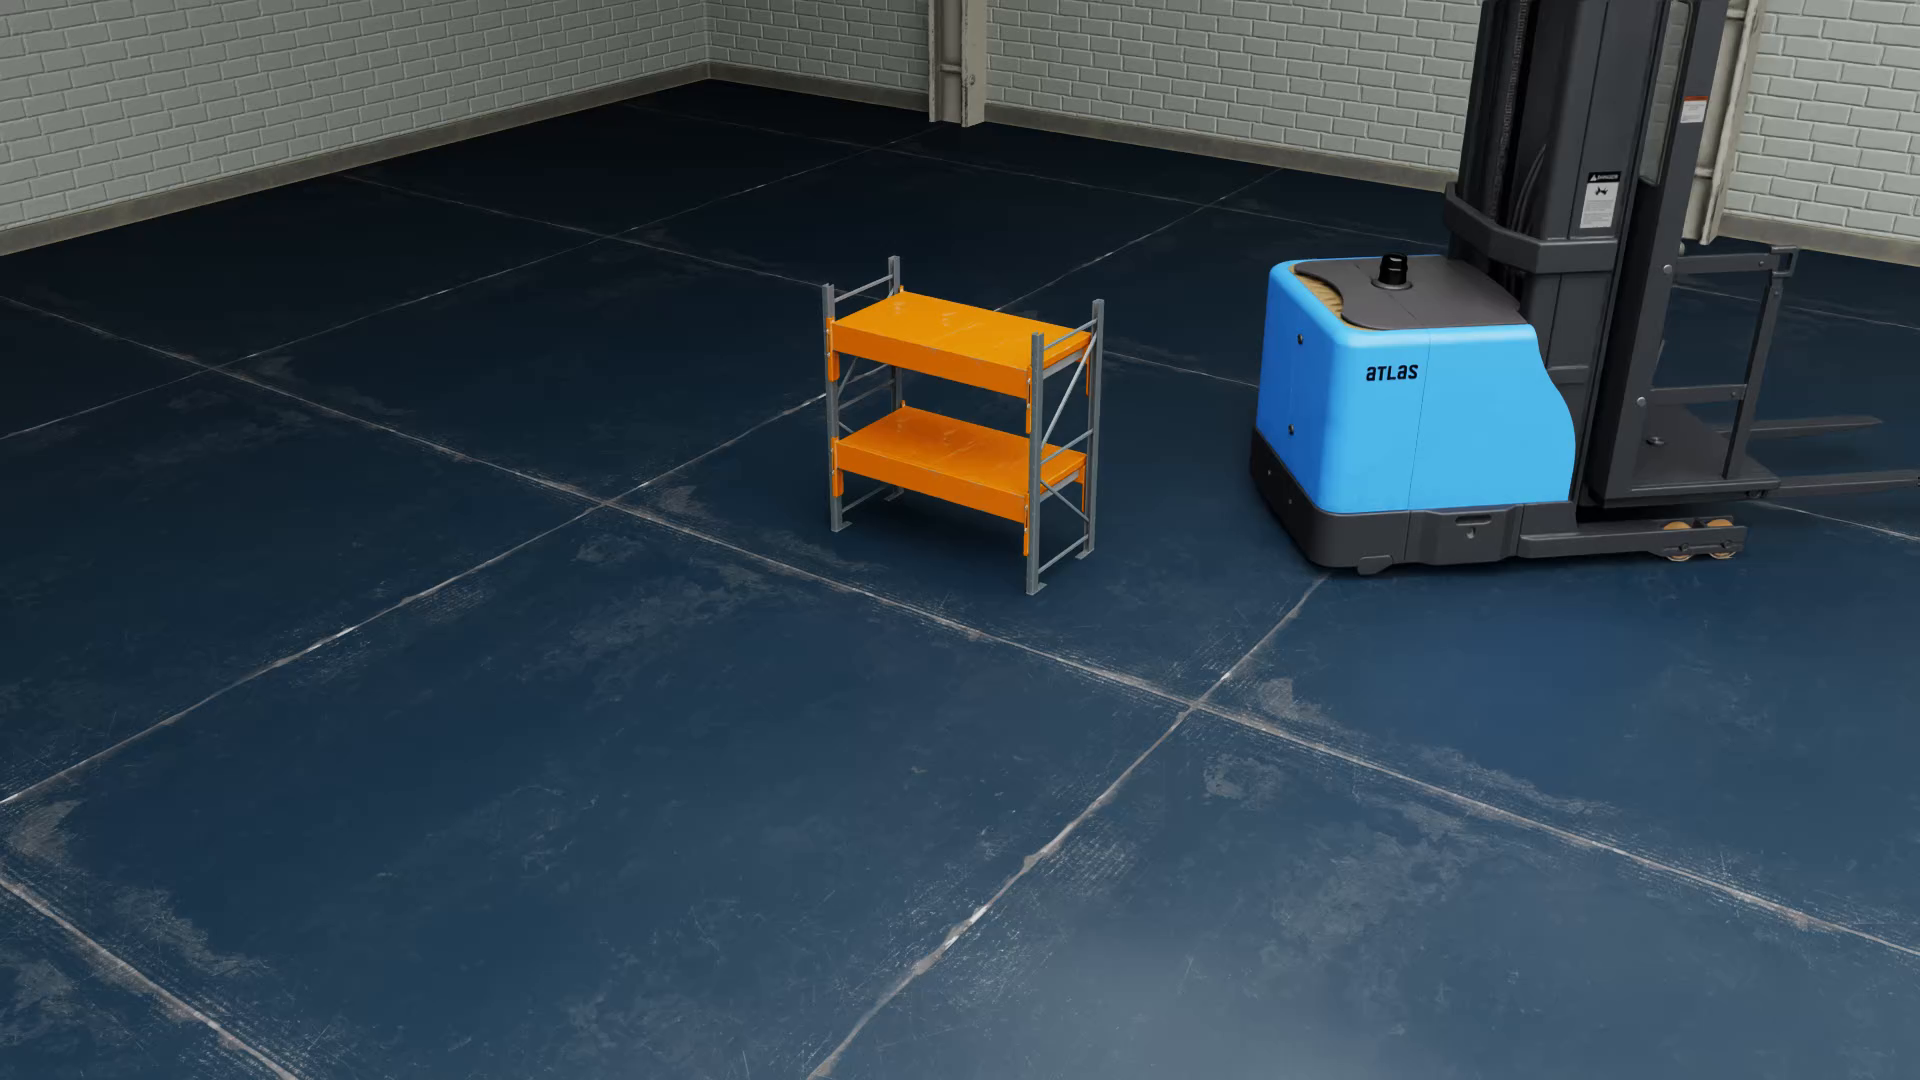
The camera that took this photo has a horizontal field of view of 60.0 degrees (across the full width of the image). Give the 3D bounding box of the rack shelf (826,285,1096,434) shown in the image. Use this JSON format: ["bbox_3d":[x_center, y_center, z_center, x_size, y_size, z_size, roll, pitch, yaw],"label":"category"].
[{"bbox_3d":[0.006,-0.760,6.859,1.000,0.278,0.538,17,32,30],"label":"rack shelf"}]

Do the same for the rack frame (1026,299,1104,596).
[{"bbox_3d":[0.425,-0.369,6.735,0.032,1.125,0.500,17,32,30],"label":"rack frame"}]

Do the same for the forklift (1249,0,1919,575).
[{"bbox_3d":[2.897,-1.449,6.865,3.031,2.935,1.130,-3,27,-7],"label":"forklift"}]

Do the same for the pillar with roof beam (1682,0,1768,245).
[{"bbox_3d":[2.487,-4.482,6.135,0.400,9.000,9.100,17,32,30],"label":"pillar with roof beam"}]

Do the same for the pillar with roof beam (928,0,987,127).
[{"bbox_3d":[-2.459,-6.023,9.163,0.400,9.000,9.100,17,32,30],"label":"pillar with roof beam"}]

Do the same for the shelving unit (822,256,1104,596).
[{"bbox_3d":[0.006,-0.500,6.991,1.048,1.125,0.538,17,32,30],"label":"shelving unit"}]

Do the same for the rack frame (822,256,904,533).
[{"bbox_3d":[-0.413,-0.630,7.248,0.032,1.125,0.500,17,32,30],"label":"rack frame"}]

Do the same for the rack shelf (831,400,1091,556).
[{"bbox_3d":[0.006,-0.282,7.102,1.000,0.278,0.538,17,32,30],"label":"rack shelf"}]
